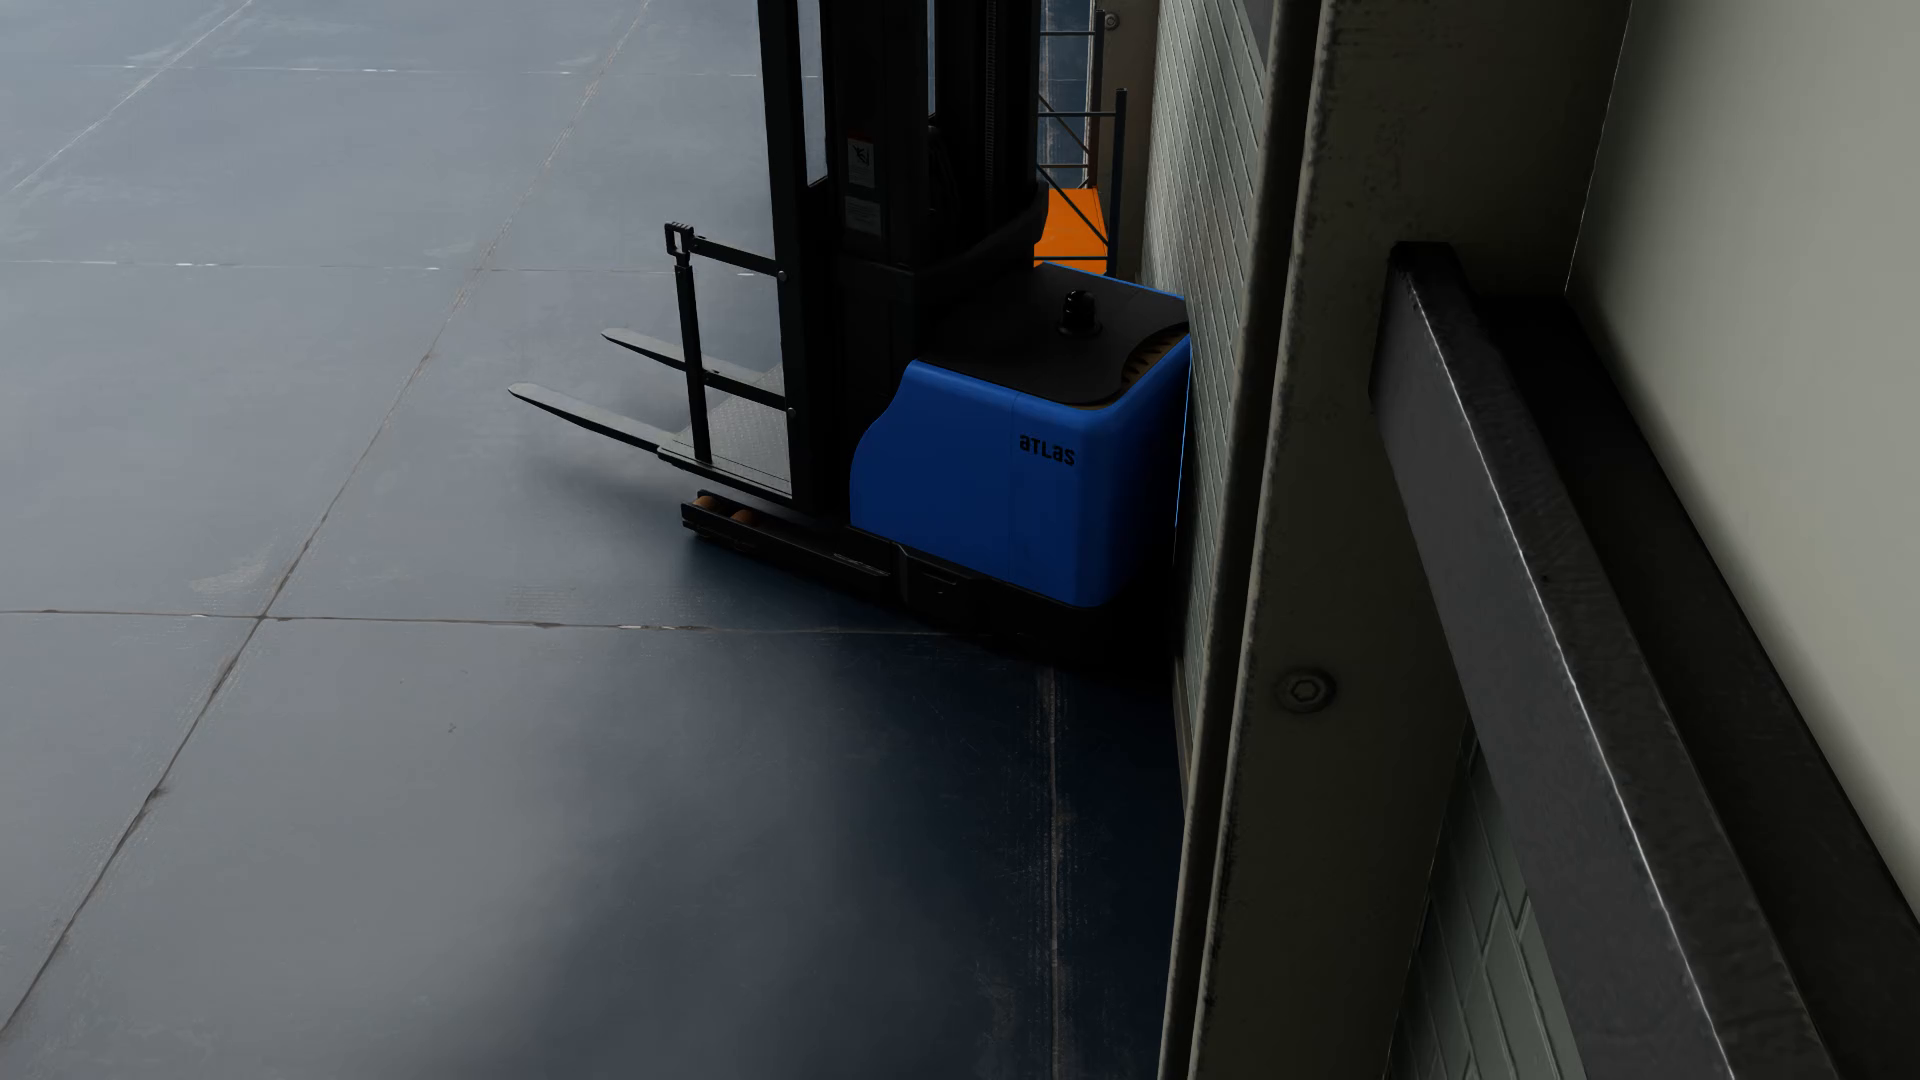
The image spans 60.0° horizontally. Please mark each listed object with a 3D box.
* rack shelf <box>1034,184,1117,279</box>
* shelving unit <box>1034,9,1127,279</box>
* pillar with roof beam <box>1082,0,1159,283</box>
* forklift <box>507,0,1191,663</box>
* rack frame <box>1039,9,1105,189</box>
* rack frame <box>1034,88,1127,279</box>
[{"bbox_3d":[0.419,-1.357,7.689,0.538,0.185,1.000,0,35,-1],"label":"rack shelf"},{"bbox_3d":[0.419,-1.509,7.593,0.587,1.500,1.083,0,35,-1],"label":"shelving unit"},{"bbox_3d":[-3.523,-5.134,6.229,9.100,9.000,0.400,1,35,2],"label":"pillar with roof beam"},{"bbox_3d":[-0.529,-1.388,6.175,3.031,2.935,1.130,20,40,25],"label":"forklift"},{"bbox_3d":[0.411,-1.796,8.001,0.500,1.500,0.032,0,35,-1],"label":"rack frame"},{"bbox_3d":[0.427,-1.211,7.169,0.500,1.500,0.032,0,35,-1],"label":"rack frame"}]
